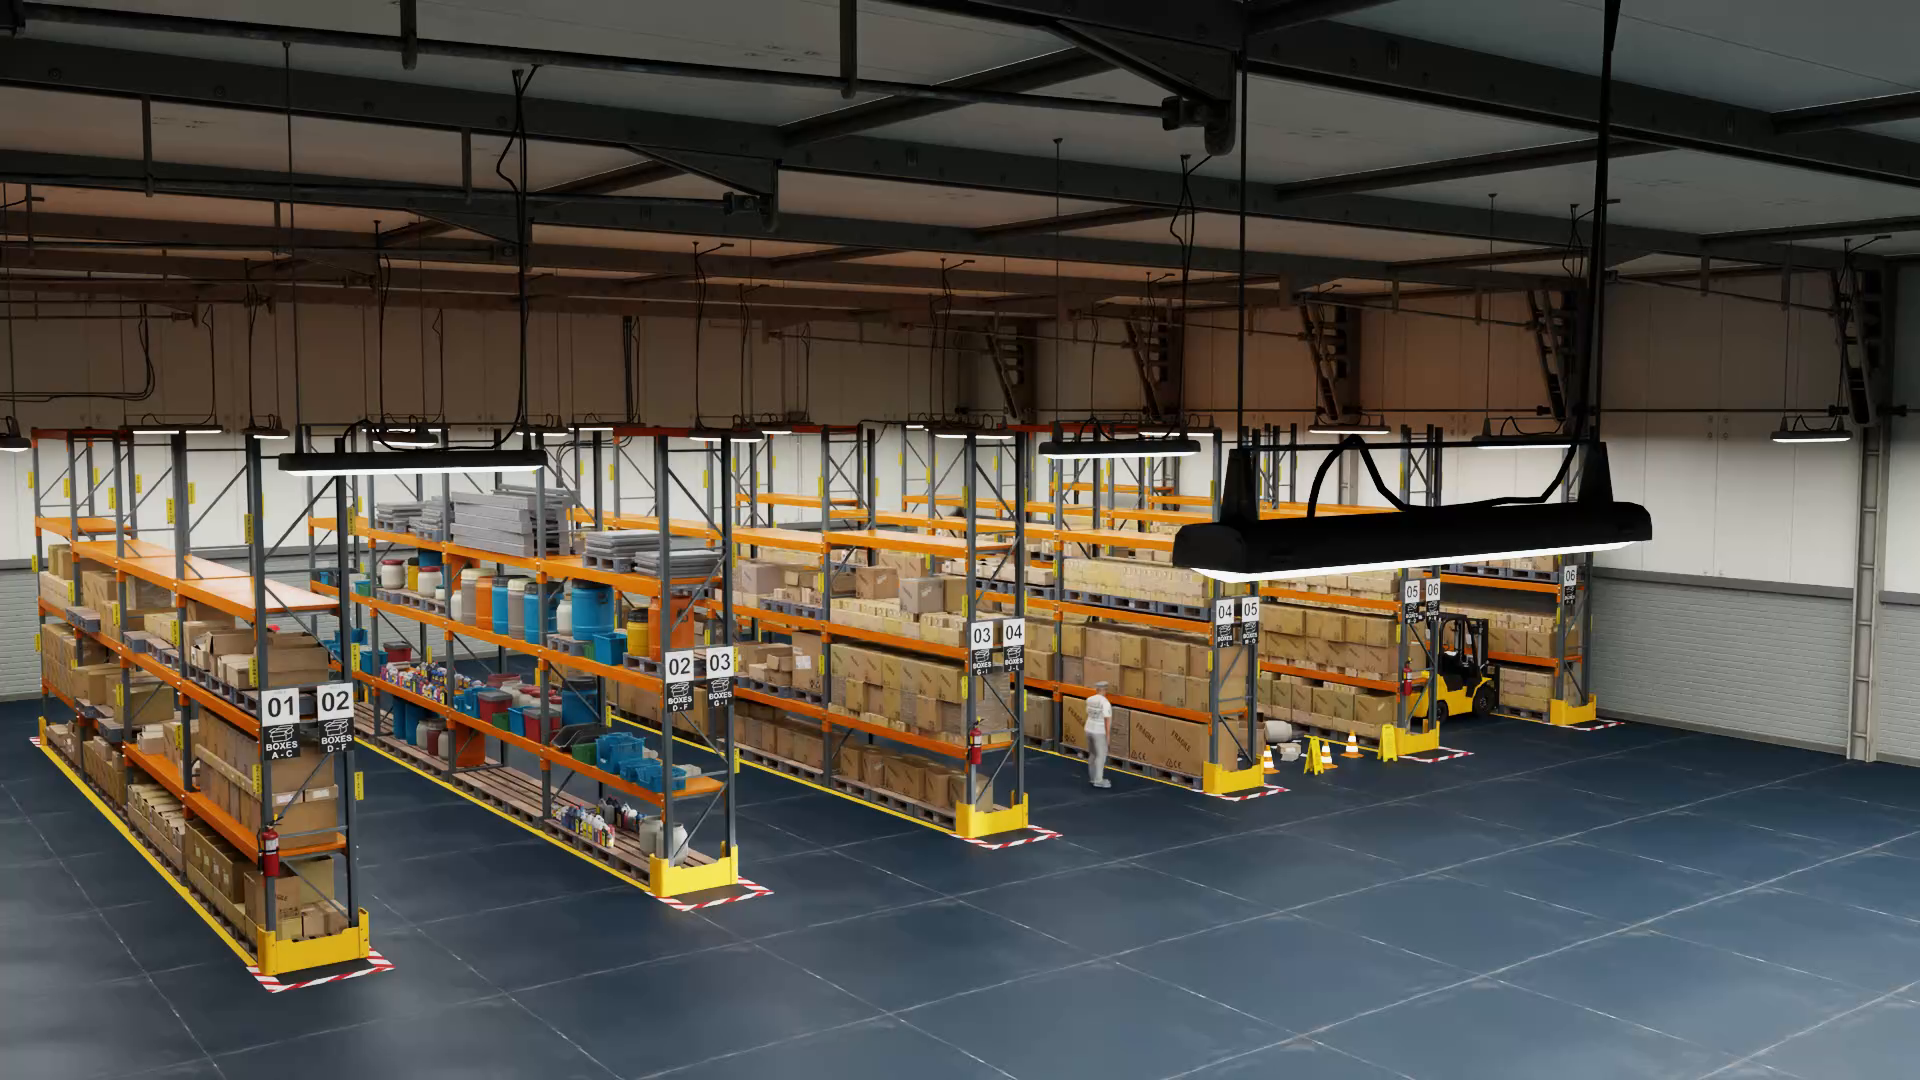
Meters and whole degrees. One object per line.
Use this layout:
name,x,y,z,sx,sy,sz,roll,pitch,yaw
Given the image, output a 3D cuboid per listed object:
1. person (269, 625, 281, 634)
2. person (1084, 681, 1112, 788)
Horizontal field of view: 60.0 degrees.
person,-14.454,2.675,35.056,0.385,1.796,0.568,1,5,13
person,2.348,3.263,27.965,0.453,1.765,0.561,-3,5,-34
